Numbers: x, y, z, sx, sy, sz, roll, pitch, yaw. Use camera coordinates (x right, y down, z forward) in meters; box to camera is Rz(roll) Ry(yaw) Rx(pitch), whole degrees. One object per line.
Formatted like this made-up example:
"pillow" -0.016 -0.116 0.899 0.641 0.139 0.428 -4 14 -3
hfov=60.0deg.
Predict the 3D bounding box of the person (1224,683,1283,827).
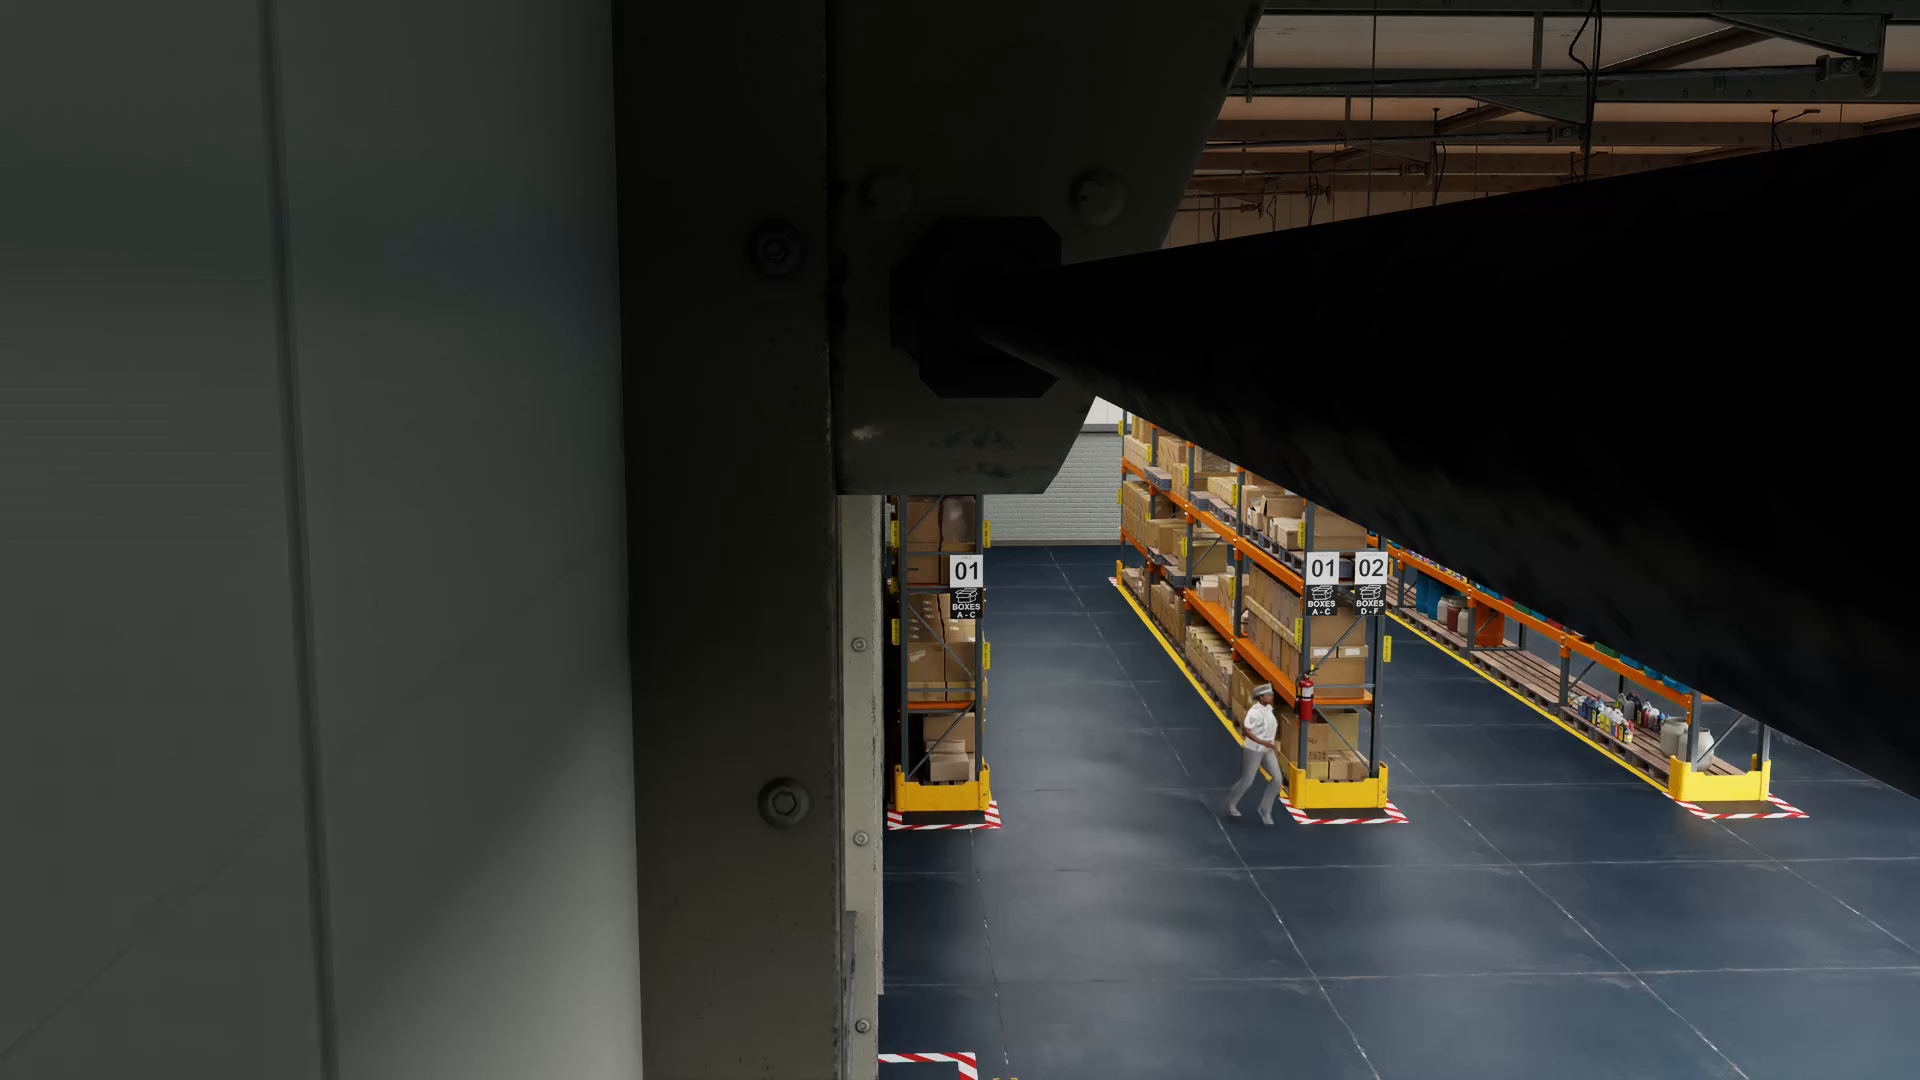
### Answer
"person" 3.605 2.562 20.115 0.625 1.717 0.686 -7 11 -41
